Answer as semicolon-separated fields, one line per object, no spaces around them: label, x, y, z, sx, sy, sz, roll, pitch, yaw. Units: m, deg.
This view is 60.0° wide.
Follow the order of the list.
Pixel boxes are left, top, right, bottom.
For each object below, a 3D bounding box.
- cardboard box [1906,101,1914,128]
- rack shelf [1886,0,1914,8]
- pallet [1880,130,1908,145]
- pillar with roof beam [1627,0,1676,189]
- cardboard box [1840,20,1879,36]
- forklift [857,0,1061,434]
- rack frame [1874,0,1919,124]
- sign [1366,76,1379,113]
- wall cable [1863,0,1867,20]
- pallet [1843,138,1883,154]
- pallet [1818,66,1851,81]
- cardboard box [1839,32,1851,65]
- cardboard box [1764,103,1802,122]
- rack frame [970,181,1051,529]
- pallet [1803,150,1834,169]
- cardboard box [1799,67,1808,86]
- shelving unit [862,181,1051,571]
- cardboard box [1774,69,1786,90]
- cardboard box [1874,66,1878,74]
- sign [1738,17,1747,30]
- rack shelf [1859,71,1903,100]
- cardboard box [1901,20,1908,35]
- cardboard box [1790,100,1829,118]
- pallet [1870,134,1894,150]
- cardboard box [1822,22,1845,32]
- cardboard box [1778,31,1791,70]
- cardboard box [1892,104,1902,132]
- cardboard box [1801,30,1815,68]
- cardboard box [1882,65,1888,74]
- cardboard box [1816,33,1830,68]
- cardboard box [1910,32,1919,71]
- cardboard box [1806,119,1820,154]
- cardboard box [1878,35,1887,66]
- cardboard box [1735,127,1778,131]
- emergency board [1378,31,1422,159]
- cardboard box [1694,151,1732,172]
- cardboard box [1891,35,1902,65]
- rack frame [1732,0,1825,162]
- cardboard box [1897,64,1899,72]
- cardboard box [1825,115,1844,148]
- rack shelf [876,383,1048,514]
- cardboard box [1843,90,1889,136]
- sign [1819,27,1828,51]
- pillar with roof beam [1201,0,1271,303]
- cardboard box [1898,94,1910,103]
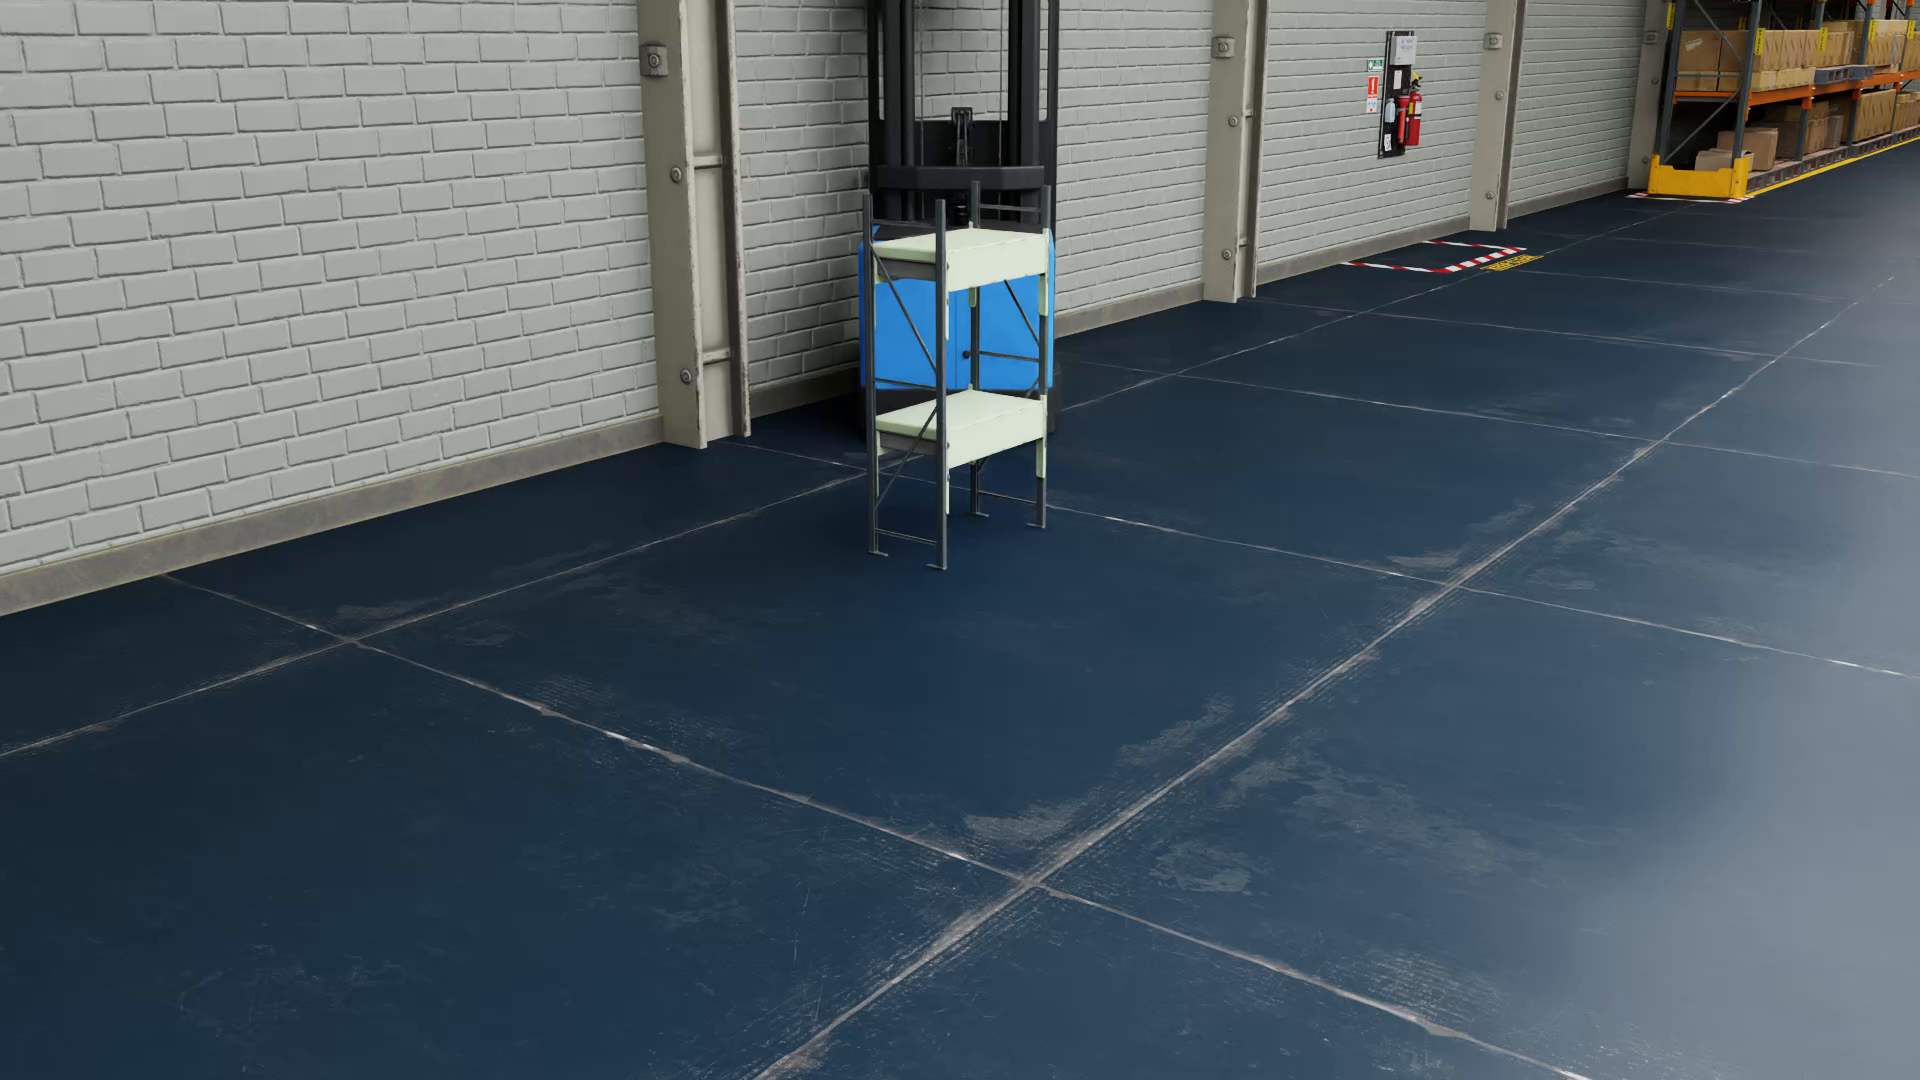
cardboard box;18.223;-8.350;32.580;0.700;0.500;0.500;12;21;33
rack shelf;17.965;-10.379;31.763;1.077;0.370;4.000;12;21;35
pallet;17.289;-7.649;31.520;1.003;0.211;1.213;12;21;35
pillar with roof beam;12.803;-8.379;19.054;9.100;9.000;0.400;12;21;35
cardboard box;14.885;-8.488;27.550;0.500;0.250;0.500;13;22;36
forklift;0.026;-2.338;9.830;1.130;2.935;3.031;1;17;2
rack frame;19.157;-9.766;33.636;1.000;3.000;0.127;12;21;35
sign;3.855;-4.168;15.547;0.001;0.329;0.234;12;21;35
wall cable;19.160;-10.724;35.005;0.084;1.984;1.851;12;21;35
pallet;15.648;-6.993;29.407;1.003;0.211;1.213;12;21;35
pallet;13.243;-7.291;25.987;1.003;0.211;1.213;12;21;35
cardboard box;13.807;-7.867;26.609;0.700;0.500;0.500;10;20;30
cardboard box;12.692;-6.567;25.540;0.500;0.250;0.500;12;21;34
rack frame;0.214;-0.802;7.297;0.400;1.500;0.023;12;21;35
pallet;13.196;-6.054;26.383;1.003;0.211;1.213;12;21;35
cardboard box;11.664;-6.563;23.538;0.500;0.250;0.500;13;21;35
shelving unit;-0.004;-0.715;7.016;0.431;1.500;0.755;12;21;35
cardboard box;10.775;-6.200;22.371;0.500;0.250;0.500;12;21;34
cardboard box;15.677;-8.155;28.837;0.380;0.149;0.250;13;21;35
sign;11.559;-7.558;24.573;0.100;0.325;0.005;12;21;35
rack shelf;15.582;-7.994;29.140;1.077;0.370;4.000;12;21;35
cardboard box;16.701;-9.215;29.891;0.500;0.250;0.500;13;22;36
cardboard box;13.613;-6.930;26.711;0.500;0.250;0.500;13;21;36
pallet;16.374;-7.285;30.347;1.003;0.211;1.213;12;21;35
cardboard box;14.029;-8.262;26.787;0.380;0.149;0.250;9;19;26
cardboard box;10.765;-6.550;22.233;0.500;0.500;0.500;12;21;33
cardboard box;17.301;-7.980;31.391;0.700;0.500;0.500;13;21;35
cardboard box;11.681;-6.917;23.415;0.500;0.500;0.500;12;21;34
cardboard box;16.168;-8.335;29.416;0.380;0.149;0.250;12;21;35
cardboard box;12.676;-7.413;25.147;0.700;0.500;0.500;15;23;40
cardboard box;17.549;-9.256;31.487;0.980;0.700;0.700;12;21;33
cardboard box;13.036;-6.349;26.105;0.700;0.500;0.500;13;21;35
cardboard box;15.501;-8.372;28.441;0.500;0.500;0.500;12;21;34
cardboard box;11.420;-5.670;23.919;0.500;0.500;0.500;11;20;31
emergency board;4.268;-4.264;15.918;0.194;1.169;0.643;12;21;35
cardboard box;10.108;-5.030;22.177;0.500;0.311;0.500;10;20;29
cardboard box;16.405;-8.735;29.611;0.500;0.500;0.500;13;21;35
rack frame;12.007;-6.908;24.432;1.000;3.000;0.127;12;21;35
cardboard box;16.799;-8.573;30.182;0.380;0.149;0.250;13;21;35
cardboard box;14.003;-6.697;27.223;0.700;0.500;0.500;13;21;35
rack shelf;-0.004;-0.403;7.113;0.431;0.370;0.720;12;21;35
cardboard box;15.963;-7.598;29.568;0.750;0.750;0.750;13;22;36
sign;12.447;-7.228;24.001;0.100;0.325;0.005;12;21;35
pillar with roof beam;5.653;-5.521;9.850;9.100;9.000;0.400;12;21;35
cardboard box;17.963;-8.464;31.854;0.380;0.149;0.250;12;21;33
